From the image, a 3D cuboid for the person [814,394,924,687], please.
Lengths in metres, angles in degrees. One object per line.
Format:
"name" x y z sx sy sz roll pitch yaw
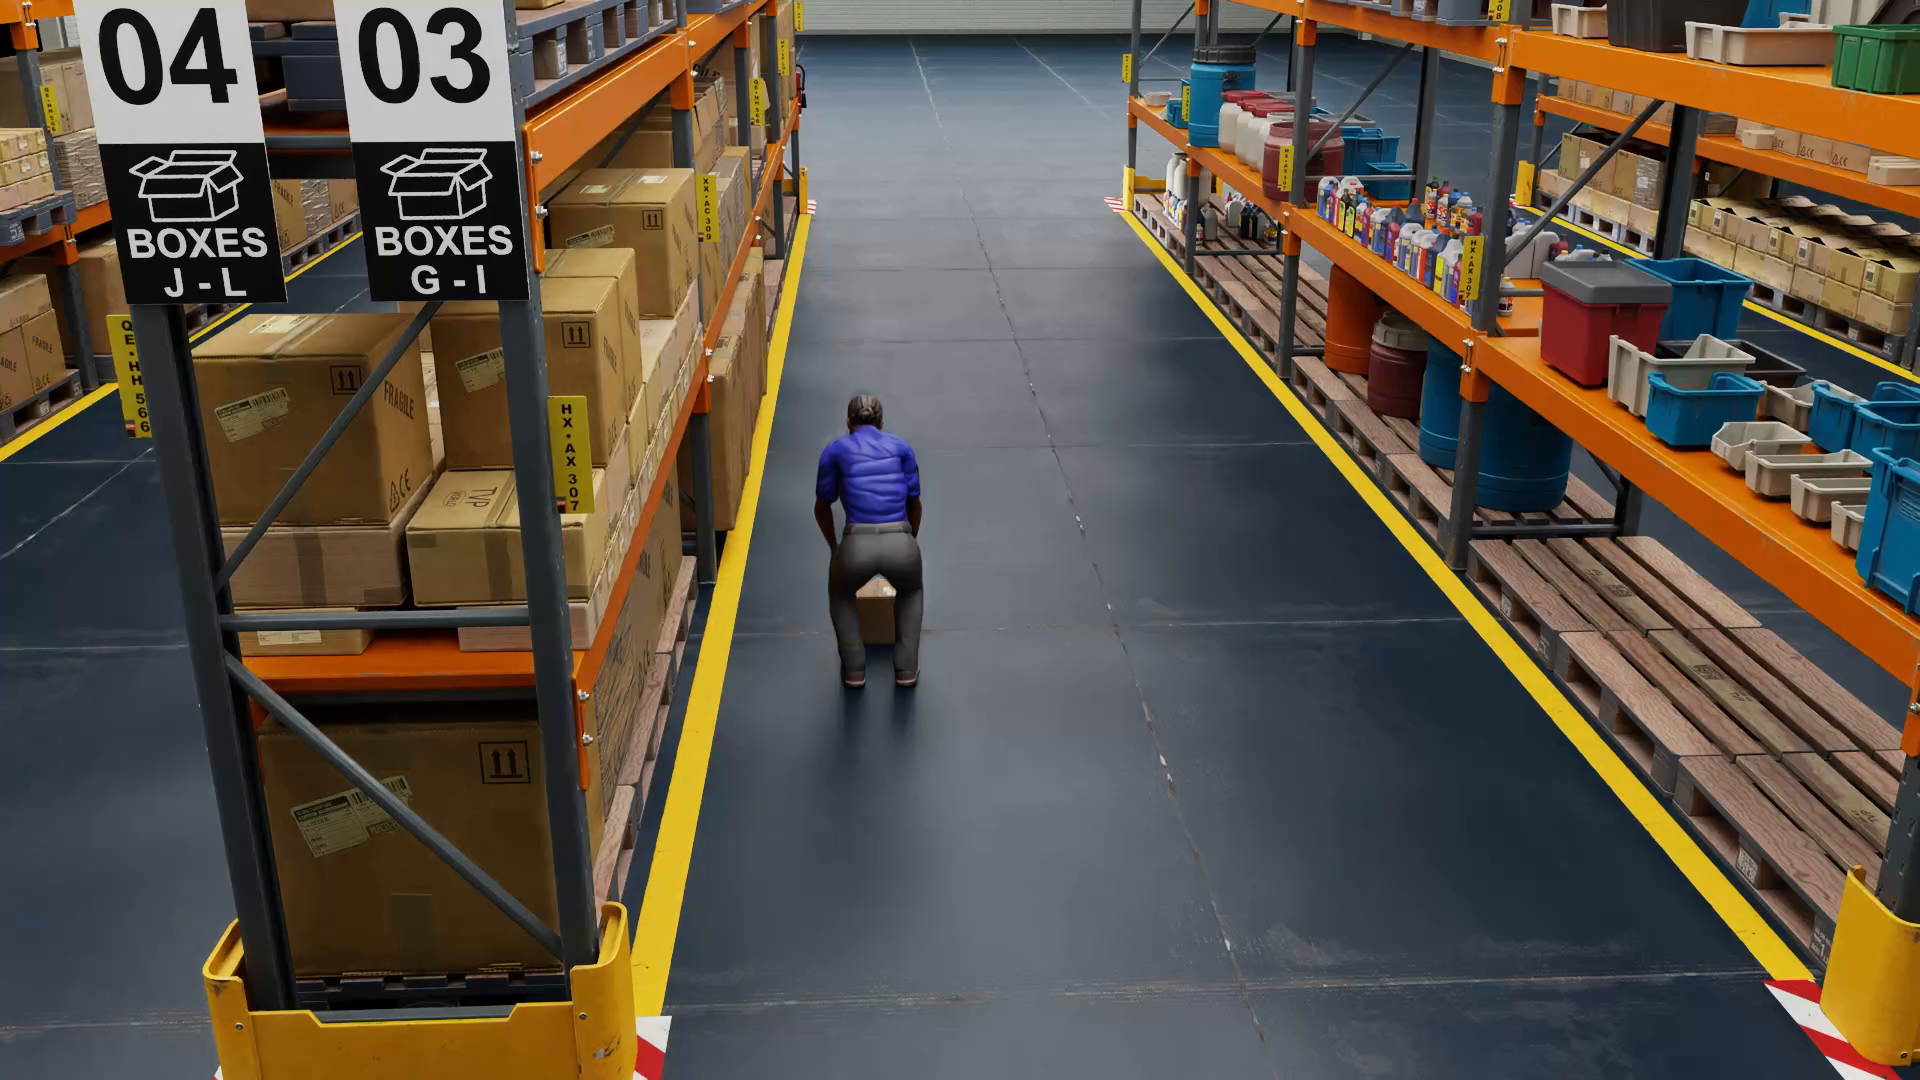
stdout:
"person" -0.415 0.023 7.579 0.497 1.277 0.684 -1 21 -3
